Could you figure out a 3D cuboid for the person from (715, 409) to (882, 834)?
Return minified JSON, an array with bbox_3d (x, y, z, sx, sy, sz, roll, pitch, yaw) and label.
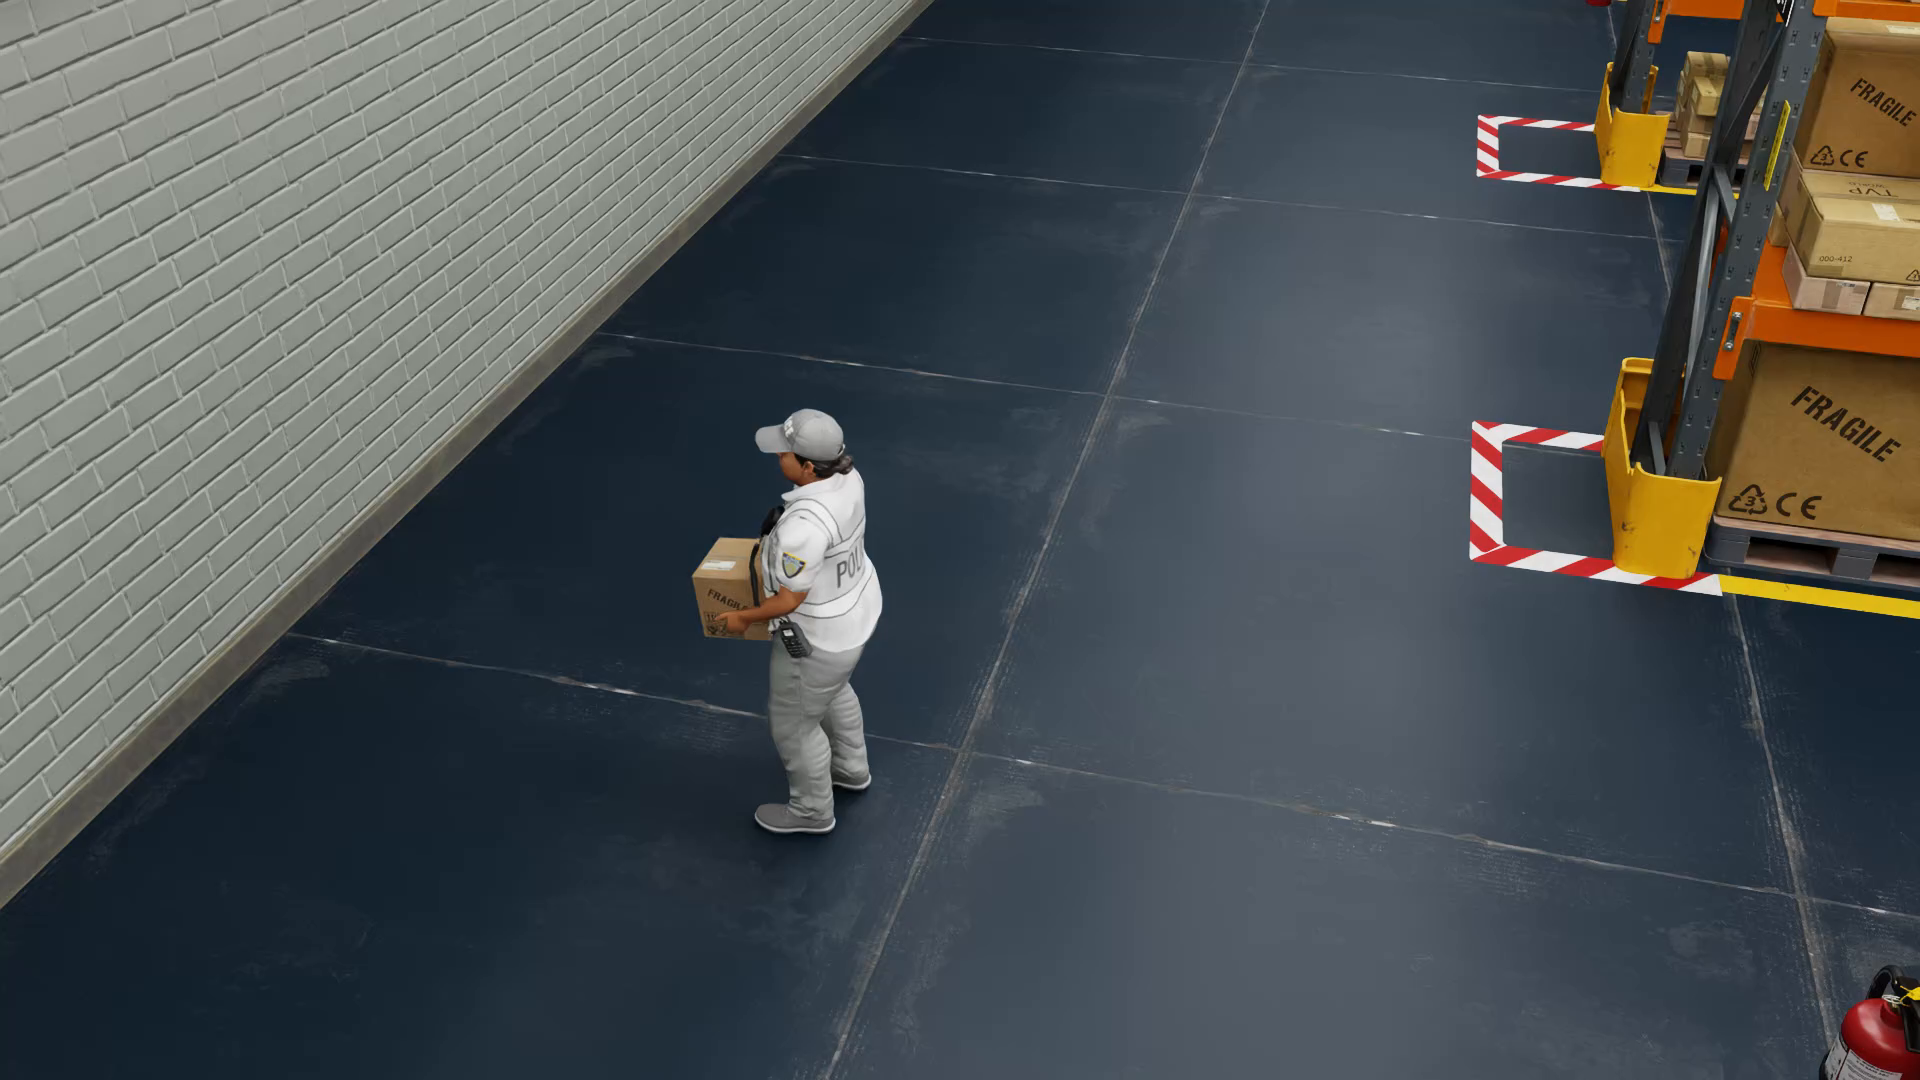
[{"bbox_3d":[-0.540,0.285,5.692,0.523,1.668,0.480,8,34,12],"label":"person"}]
